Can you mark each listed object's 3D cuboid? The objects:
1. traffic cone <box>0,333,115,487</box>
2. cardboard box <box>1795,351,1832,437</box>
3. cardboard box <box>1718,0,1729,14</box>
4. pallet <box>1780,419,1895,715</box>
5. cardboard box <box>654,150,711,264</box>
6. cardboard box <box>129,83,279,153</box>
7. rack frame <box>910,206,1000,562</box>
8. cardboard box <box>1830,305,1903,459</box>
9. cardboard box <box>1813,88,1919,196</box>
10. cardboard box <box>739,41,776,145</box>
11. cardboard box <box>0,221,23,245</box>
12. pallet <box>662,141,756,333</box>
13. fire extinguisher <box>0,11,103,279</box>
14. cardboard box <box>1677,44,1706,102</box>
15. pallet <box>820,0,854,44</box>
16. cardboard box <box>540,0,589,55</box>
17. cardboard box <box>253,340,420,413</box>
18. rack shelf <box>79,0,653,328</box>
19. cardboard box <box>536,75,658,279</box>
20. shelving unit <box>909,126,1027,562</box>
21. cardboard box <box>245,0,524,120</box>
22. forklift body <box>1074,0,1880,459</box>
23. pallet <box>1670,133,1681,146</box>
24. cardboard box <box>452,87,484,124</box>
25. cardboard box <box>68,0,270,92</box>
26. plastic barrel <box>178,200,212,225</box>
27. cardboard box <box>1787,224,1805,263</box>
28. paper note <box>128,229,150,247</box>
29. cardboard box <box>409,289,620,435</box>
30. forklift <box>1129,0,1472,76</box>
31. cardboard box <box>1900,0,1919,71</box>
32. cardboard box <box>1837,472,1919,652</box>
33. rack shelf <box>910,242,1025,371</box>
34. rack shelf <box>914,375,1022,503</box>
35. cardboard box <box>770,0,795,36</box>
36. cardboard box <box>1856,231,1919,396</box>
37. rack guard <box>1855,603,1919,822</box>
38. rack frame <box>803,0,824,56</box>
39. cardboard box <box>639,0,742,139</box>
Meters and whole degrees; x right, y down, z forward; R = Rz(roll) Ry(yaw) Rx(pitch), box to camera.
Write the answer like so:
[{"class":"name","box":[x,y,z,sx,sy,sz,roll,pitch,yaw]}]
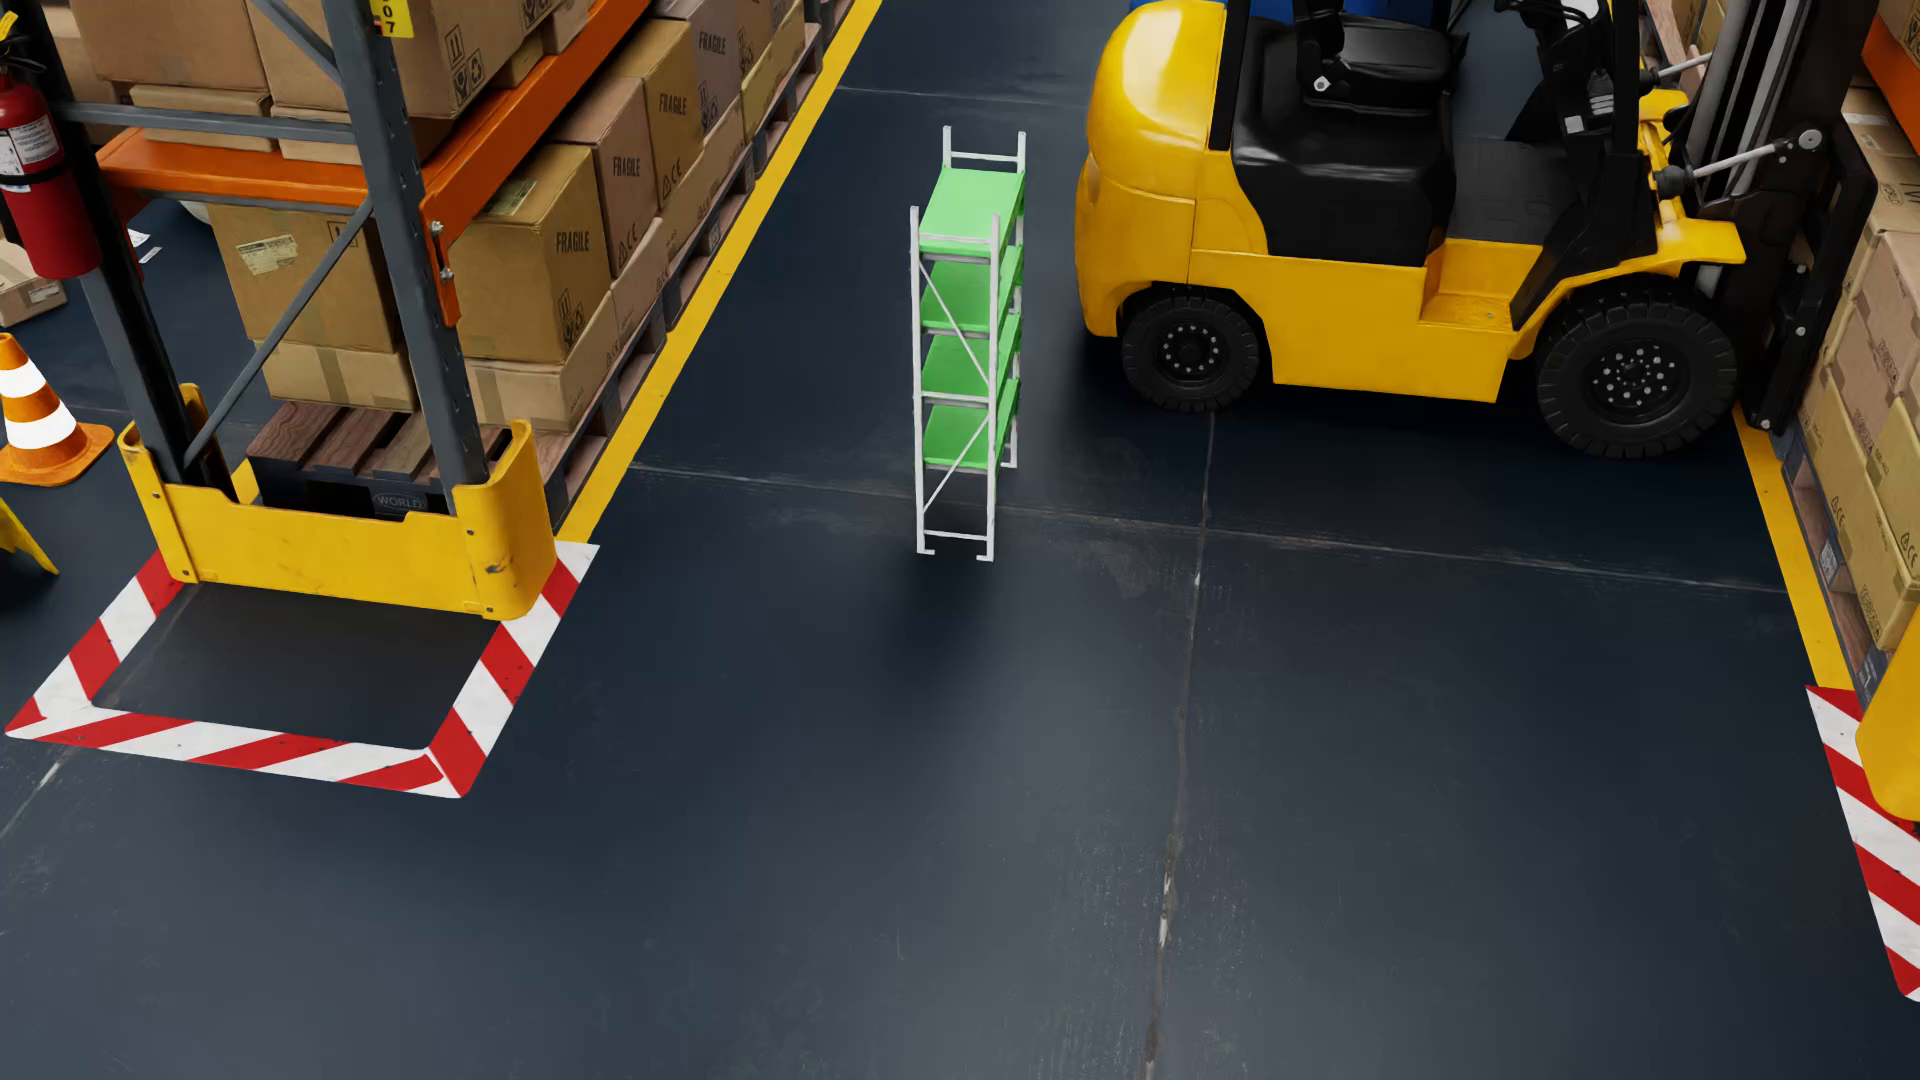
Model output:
[{"class":"traffic cone","box":[-3.057,-0.467,5.452,0.336,0.463,0.334,6,40,8]},{"class":"cardboard box","box":[2.990,-0.544,5.382,0.500,0.250,0.500,7,40,8]},{"class":"cardboard box","box":[3.328,-2.217,6.621,0.500,0.250,0.500,6,40,7]},{"class":"pallet","box":[3.120,0.102,4.961,1.003,0.211,1.213,6,40,8]},{"class":"cardboard box","box":[-1.271,-1.274,6.266,0.500,0.250,0.500,9,40,11]},{"class":"cardboard box","box":[-2.007,-1.195,4.538,0.380,0.149,0.250,8,40,9]},{"class":"rack frame","box":[-0.014,-0.413,4.808,0.240,1.200,0.015,6,40,8]},{"class":"cardboard box","box":[2.902,-0.436,4.860,0.500,0.250,0.500,6,40,7]},{"class":"cardboard box","box":[3.056,-1.255,5.458,0.500,0.250,0.500,6,40,7]},{"class":"cardboard box","box":[-1.088,-1.910,7.034,0.500,0.250,0.500,5,40,6]},{"class":"cardboard box","box":[-4.050,-1.452,6.612,0.797,0.503,0.637,-20,44,-23]},{"class":"pallet","box":[-1.459,-1.275,6.627,1.003,0.211,1.213,6,40,8]},{"class":"fire extinguisher","box":[-2.334,-0.982,4.145,0.296,0.674,0.183,6,40,8]},{"class":"cardboard box","box":[3.311,-1.833,6.942,0.500,0.250,0.500,7,40,8]},{"class":"pallet","box":[-1.035,-2.957,8.661,1.003,0.211,1.213,6,40,8]},{"class":"cardboard box","box":[-1.353,-1.598,5.026,0.380,0.149,0.250,7,40,8]},{"class":"cardboard box","box":[-1.982,-0.687,5.555,0.500,0.250,0.500,6,40,7]},{"class":"rack shelf","box":[-1.515,-2.011,5.893,1.077,0.370,4.000,6,40,8]},{"class":"cardboard box","box":[-1.359,-1.244,5.640,0.500,0.500,0.500,5,40,6]},{"class":"shelving unit","box":[0.029,-0.566,4.993,0.258,1.200,0.503,6,40,8]},{"class":"cardboard box","box":[-1.506,-1.453,4.341,0.500,0.500,0.500,6,40,7]},{"class":"forklift body","box":[1.560,-1.552,5.439,2.313,2.155,1.214,6,40,8]},{"class":"pallet","box":[3.542,-1.429,6.813,1.003,0.211,1.213,6,40,8]},{"class":"cardboard box","box":[-1.569,-1.287,4.649,0.380,0.149,0.250,7,40,8]},{"class":"cardboard box","box":[-2.038,-1.557,4.468,0.500,0.500,0.500,6,40,7]},{"class":"plastic barrel","box":[-2.994,-1.503,6.736,0.421,0.421,0.512,-28,47,-30]},{"class":"cardboard box","box":[3.061,-1.076,5.634,0.500,0.250,0.500,6,40,8]},{"class":"paper note","box":[-3.363,-1.214,6.703,0.148,0.019,0.142,20,44,23]},{"class":"cardboard box","box":[-1.449,-0.611,5.463,0.500,0.250,0.500,6,40,7]},{"class":"forklift","box":[1.780,-3.392,7.052,1.130,2.935,3.031,18,43,20]},{"class":"cardboard box","box":[3.042,-1.511,4.645,0.500,0.500,0.500,6,40,7]},{"class":"cardboard box","box":[2.799,0.080,4.627,0.500,0.250,0.500,7,40,8]},{"class":"rack shelf","box":[0.029,-0.702,4.881,0.258,0.148,0.480,6,40,8]},{"class":"rack shelf","box":[0.029,-0.332,5.187,0.258,0.148,0.480,6,40,8]},{"class":"cardboard box","box":[-1.007,-2.534,7.200,0.500,0.500,0.500,6,40,7]},{"class":"cardboard box","box":[2.884,-0.620,4.690,0.500,0.250,0.500,7,40,8]},{"class":"rack guard","box":[3.025,0.490,4.265,1.175,0.500,0.348,6,40,8]},{"class":"rack frame","box":[-1.169,-3.543,7.182,1.000,3.000,0.127,6,40,8]},{"class":"cardboard box","box":[-1.180,-1.894,6.426,0.500,0.500,0.500,8,40,10]}]
